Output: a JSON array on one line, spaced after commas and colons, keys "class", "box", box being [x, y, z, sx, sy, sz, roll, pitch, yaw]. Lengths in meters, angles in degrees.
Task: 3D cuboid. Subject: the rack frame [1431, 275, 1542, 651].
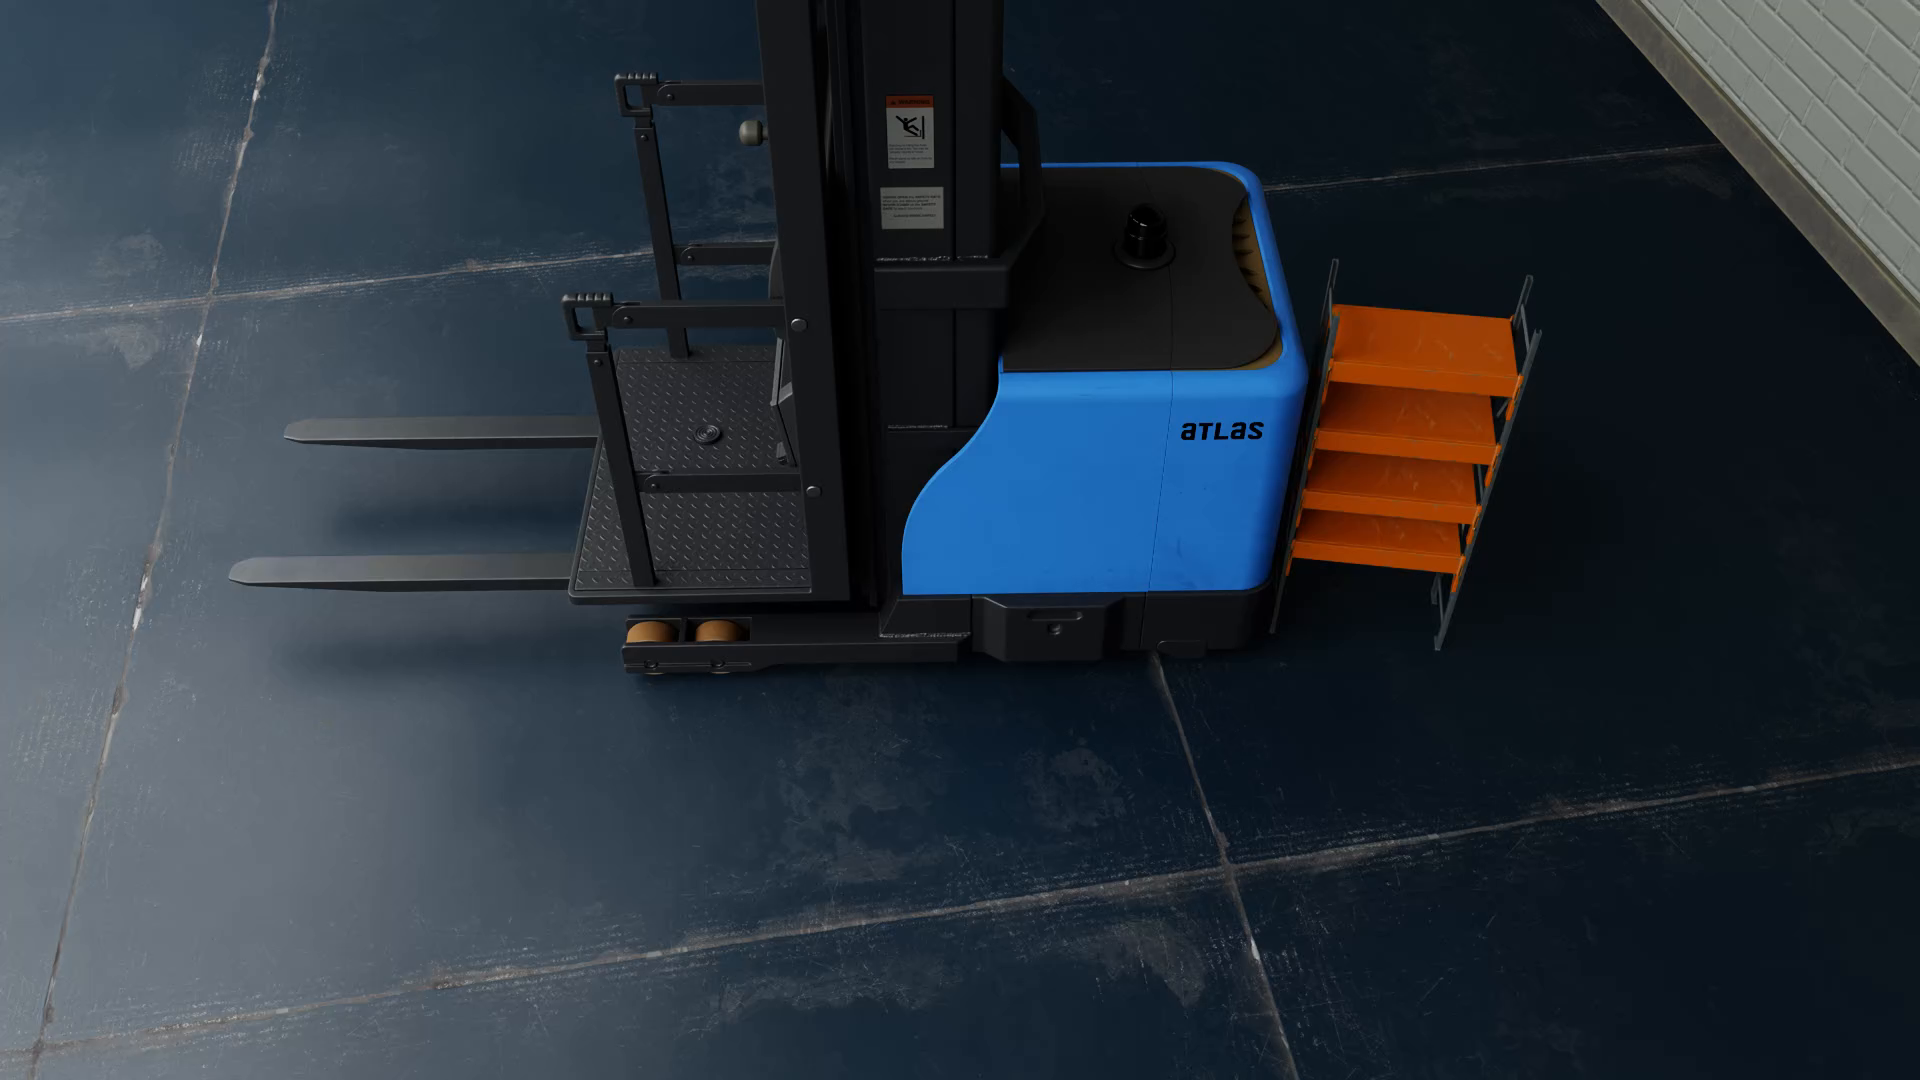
[{"class": "rack frame", "box": [1.433, -0.173, 4.583, 0.015, 1.200, 0.240, 6, 46, 6]}]

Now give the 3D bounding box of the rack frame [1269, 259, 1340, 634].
[{"class": "rack frame", "box": [0.950, -0.222, 4.631, 0.015, 1.200, 0.240, 6, 46, 6]}]

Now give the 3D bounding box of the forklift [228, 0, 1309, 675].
[{"class": "forklift", "box": [-0.622, -1.009, 4.187, 3.031, 2.935, 1.130, -1, 46, -1]}]

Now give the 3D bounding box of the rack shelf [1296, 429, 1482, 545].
[{"class": "rack shelf", "box": [1.192, -0.151, 4.655, 0.480, 0.148, 0.258, 6, 46, 6]}]

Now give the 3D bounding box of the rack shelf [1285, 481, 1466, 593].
[{"class": "rack shelf", "box": [1.192, -0.013, 4.798, 0.480, 0.148, 0.258, 6, 46, 6]}]

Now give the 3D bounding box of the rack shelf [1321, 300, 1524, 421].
[{"class": "rack shelf", "box": [1.192, -0.470, 4.324, 0.480, 0.148, 0.258, 6, 46, 6]}]

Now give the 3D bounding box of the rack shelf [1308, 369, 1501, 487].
[{"class": "rack shelf", "box": [1.192, -0.306, 4.494, 0.480, 0.148, 0.258, 6, 46, 6]}]

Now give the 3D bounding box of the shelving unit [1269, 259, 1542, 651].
[{"class": "shelving unit", "box": [1.192, -0.197, 4.607, 0.503, 1.200, 0.258, 6, 46, 6]}]
